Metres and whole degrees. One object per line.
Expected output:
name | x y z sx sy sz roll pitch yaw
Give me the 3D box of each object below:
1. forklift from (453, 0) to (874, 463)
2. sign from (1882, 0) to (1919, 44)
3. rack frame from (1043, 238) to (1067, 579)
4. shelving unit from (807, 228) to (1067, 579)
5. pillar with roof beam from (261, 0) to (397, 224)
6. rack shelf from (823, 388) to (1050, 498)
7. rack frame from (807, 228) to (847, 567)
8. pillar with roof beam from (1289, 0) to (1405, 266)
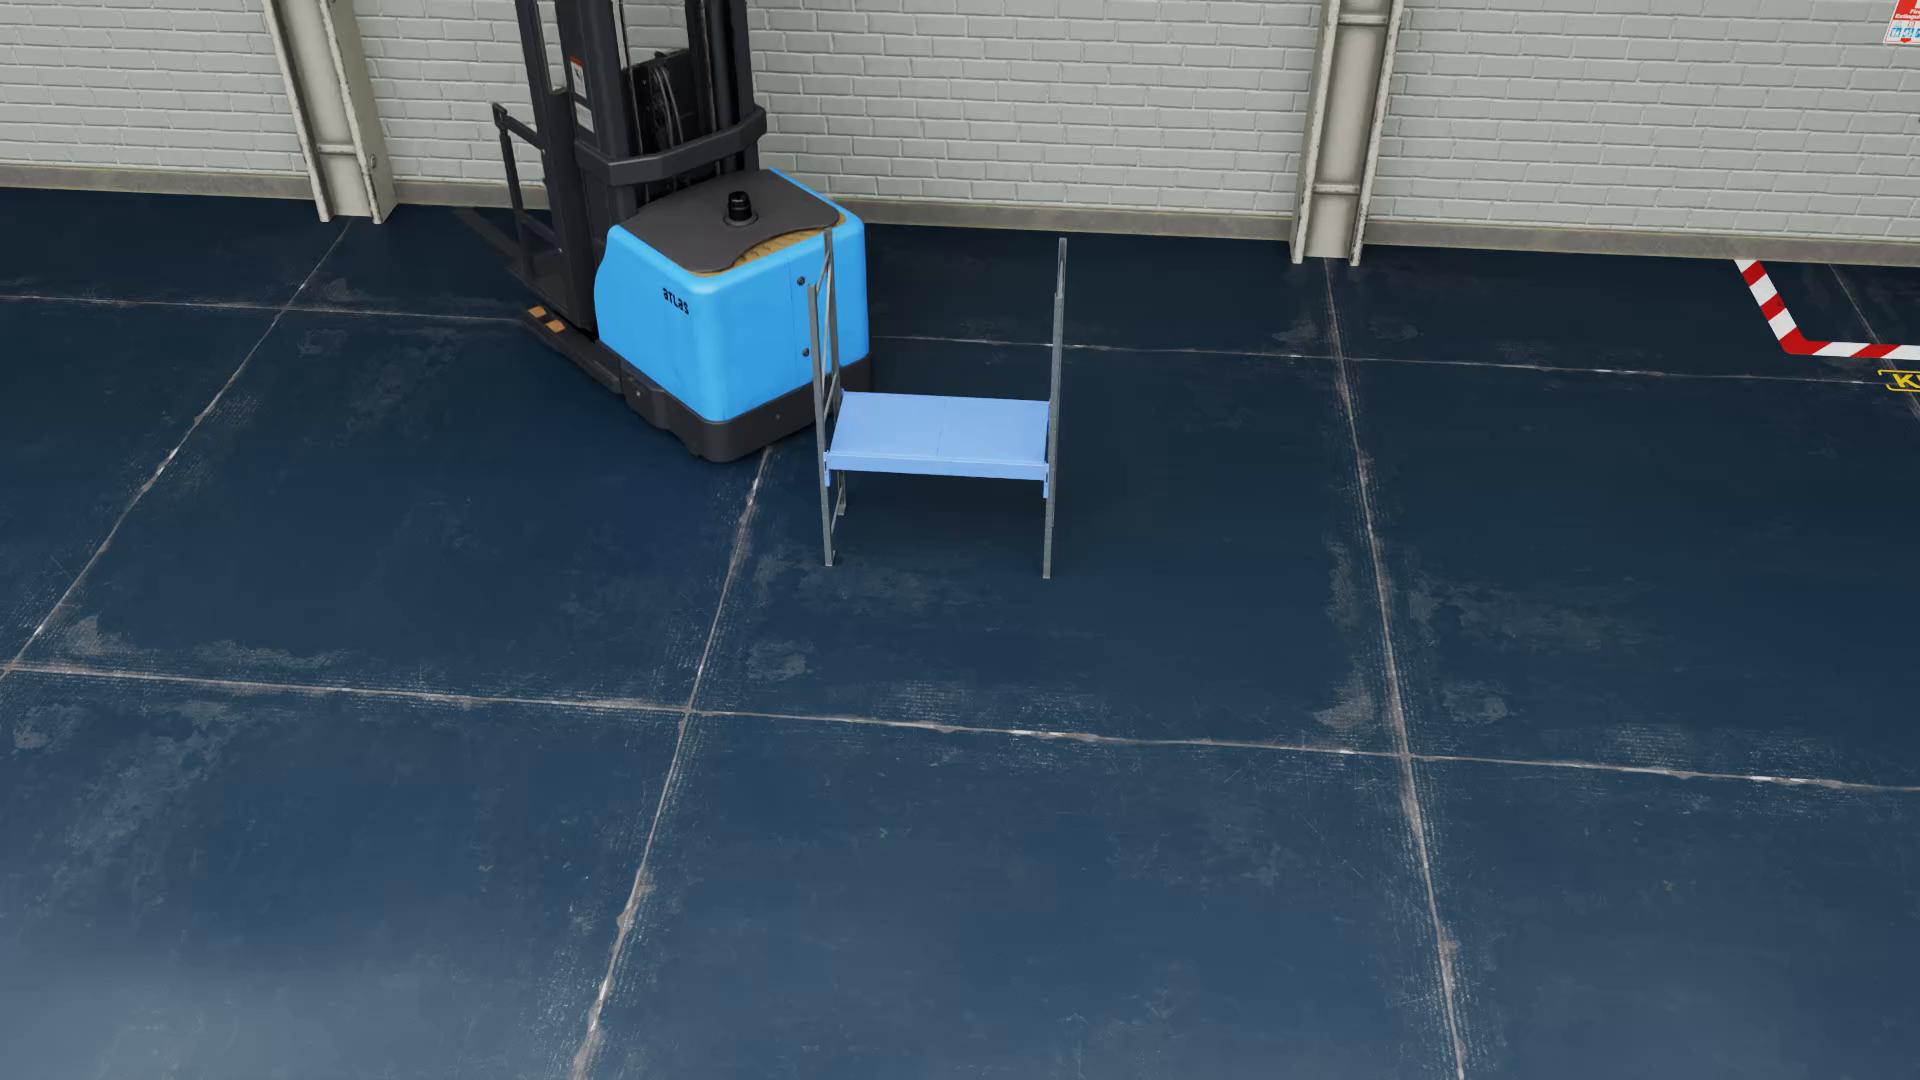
forklift | -1.804 -2.374 8.515 1.130 2.935 3.031 -29 47 -31
sign | 5.178 -2.849 9.016 0.234 0.329 0.001 3 39 4
rack frame | 0.421 -0.559 7.419 0.032 1.500 0.500 3 39 4
shelving unit | -0.085 -0.586 7.453 1.048 1.500 0.538 3 39 4
pillar with roof beam | -4.148 -2.854 4.299 0.400 9.000 9.100 3 39 4
rack shelf | -0.085 -0.447 7.566 1.000 0.185 0.538 3 39 4
rack frame | -0.591 -0.614 7.487 0.032 1.500 0.500 3 39 4
pillar with roof beam | 1.830 -2.528 3.897 0.400 9.000 9.100 3 39 4
